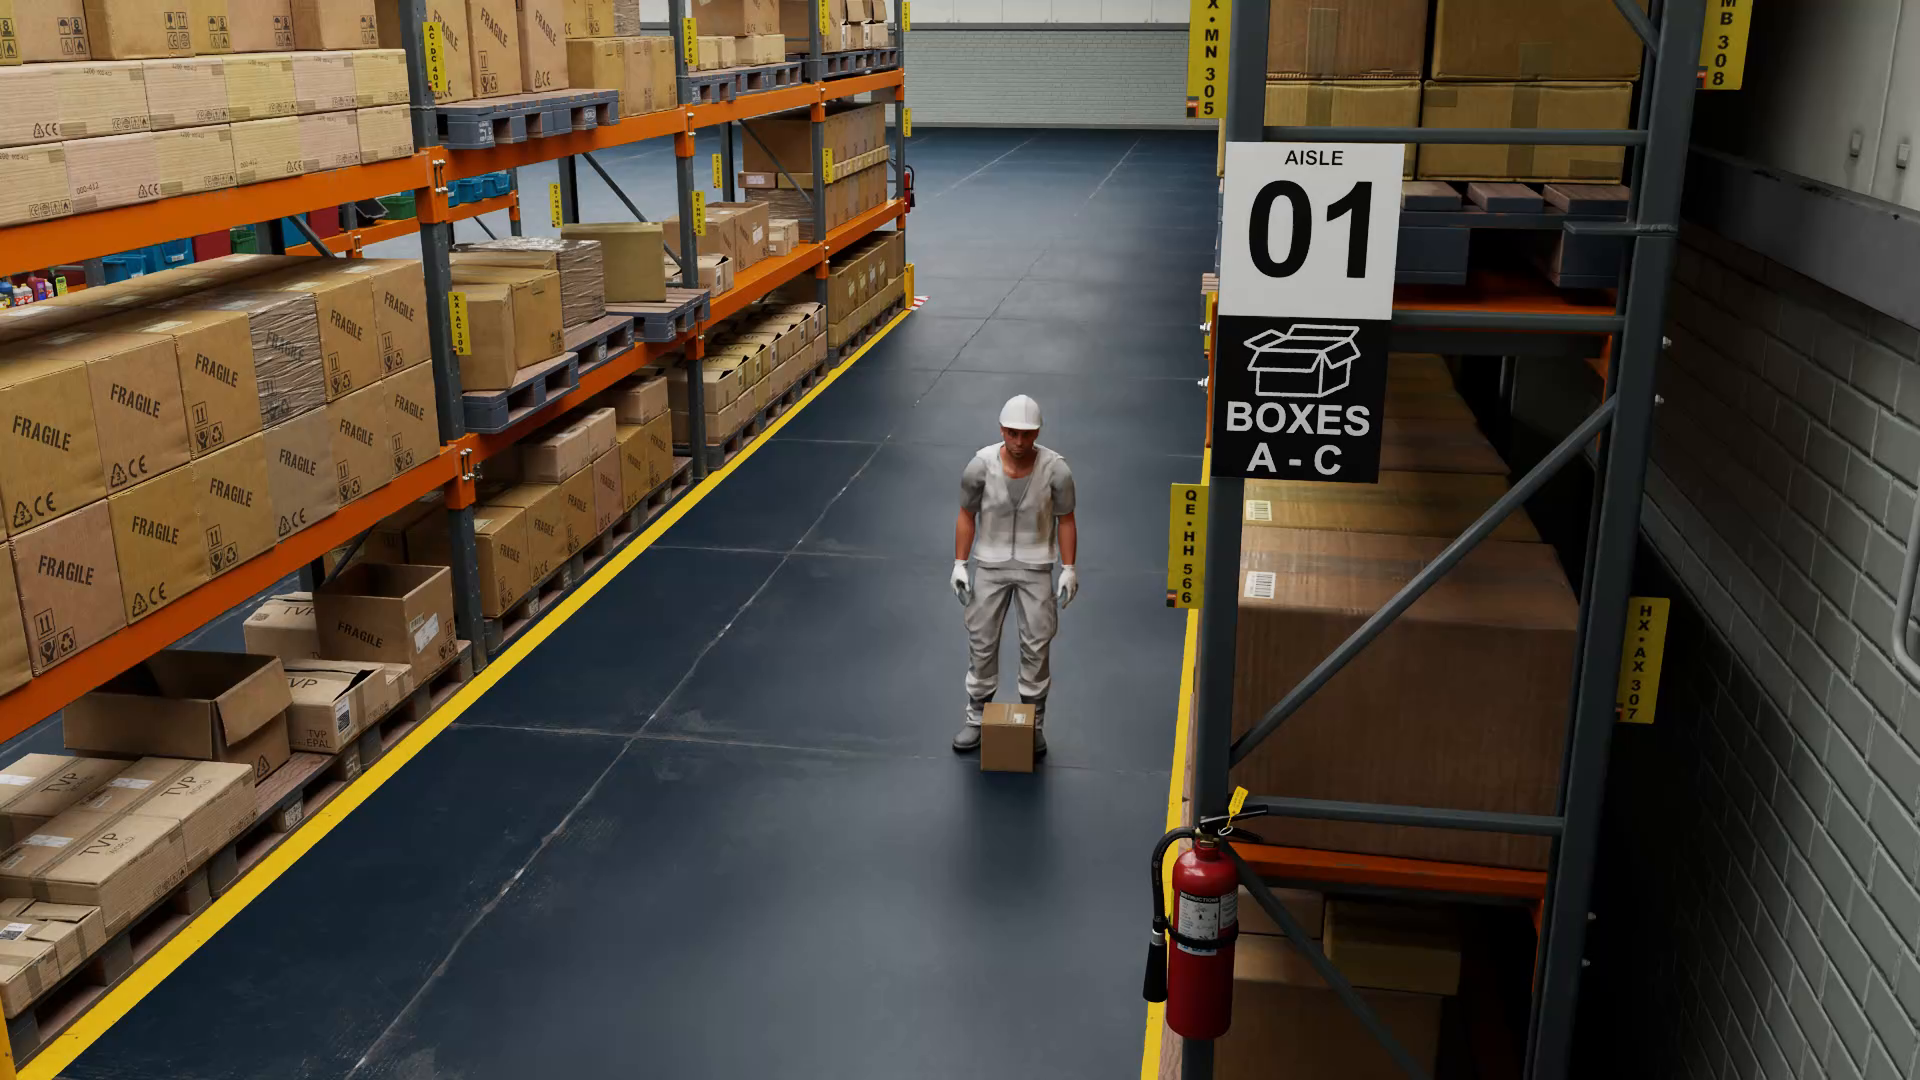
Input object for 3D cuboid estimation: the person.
[{"bbox_3d":[0.264,0.160,8.025,0.618,1.779,0.452,2,18,5],"label":"person"}]
